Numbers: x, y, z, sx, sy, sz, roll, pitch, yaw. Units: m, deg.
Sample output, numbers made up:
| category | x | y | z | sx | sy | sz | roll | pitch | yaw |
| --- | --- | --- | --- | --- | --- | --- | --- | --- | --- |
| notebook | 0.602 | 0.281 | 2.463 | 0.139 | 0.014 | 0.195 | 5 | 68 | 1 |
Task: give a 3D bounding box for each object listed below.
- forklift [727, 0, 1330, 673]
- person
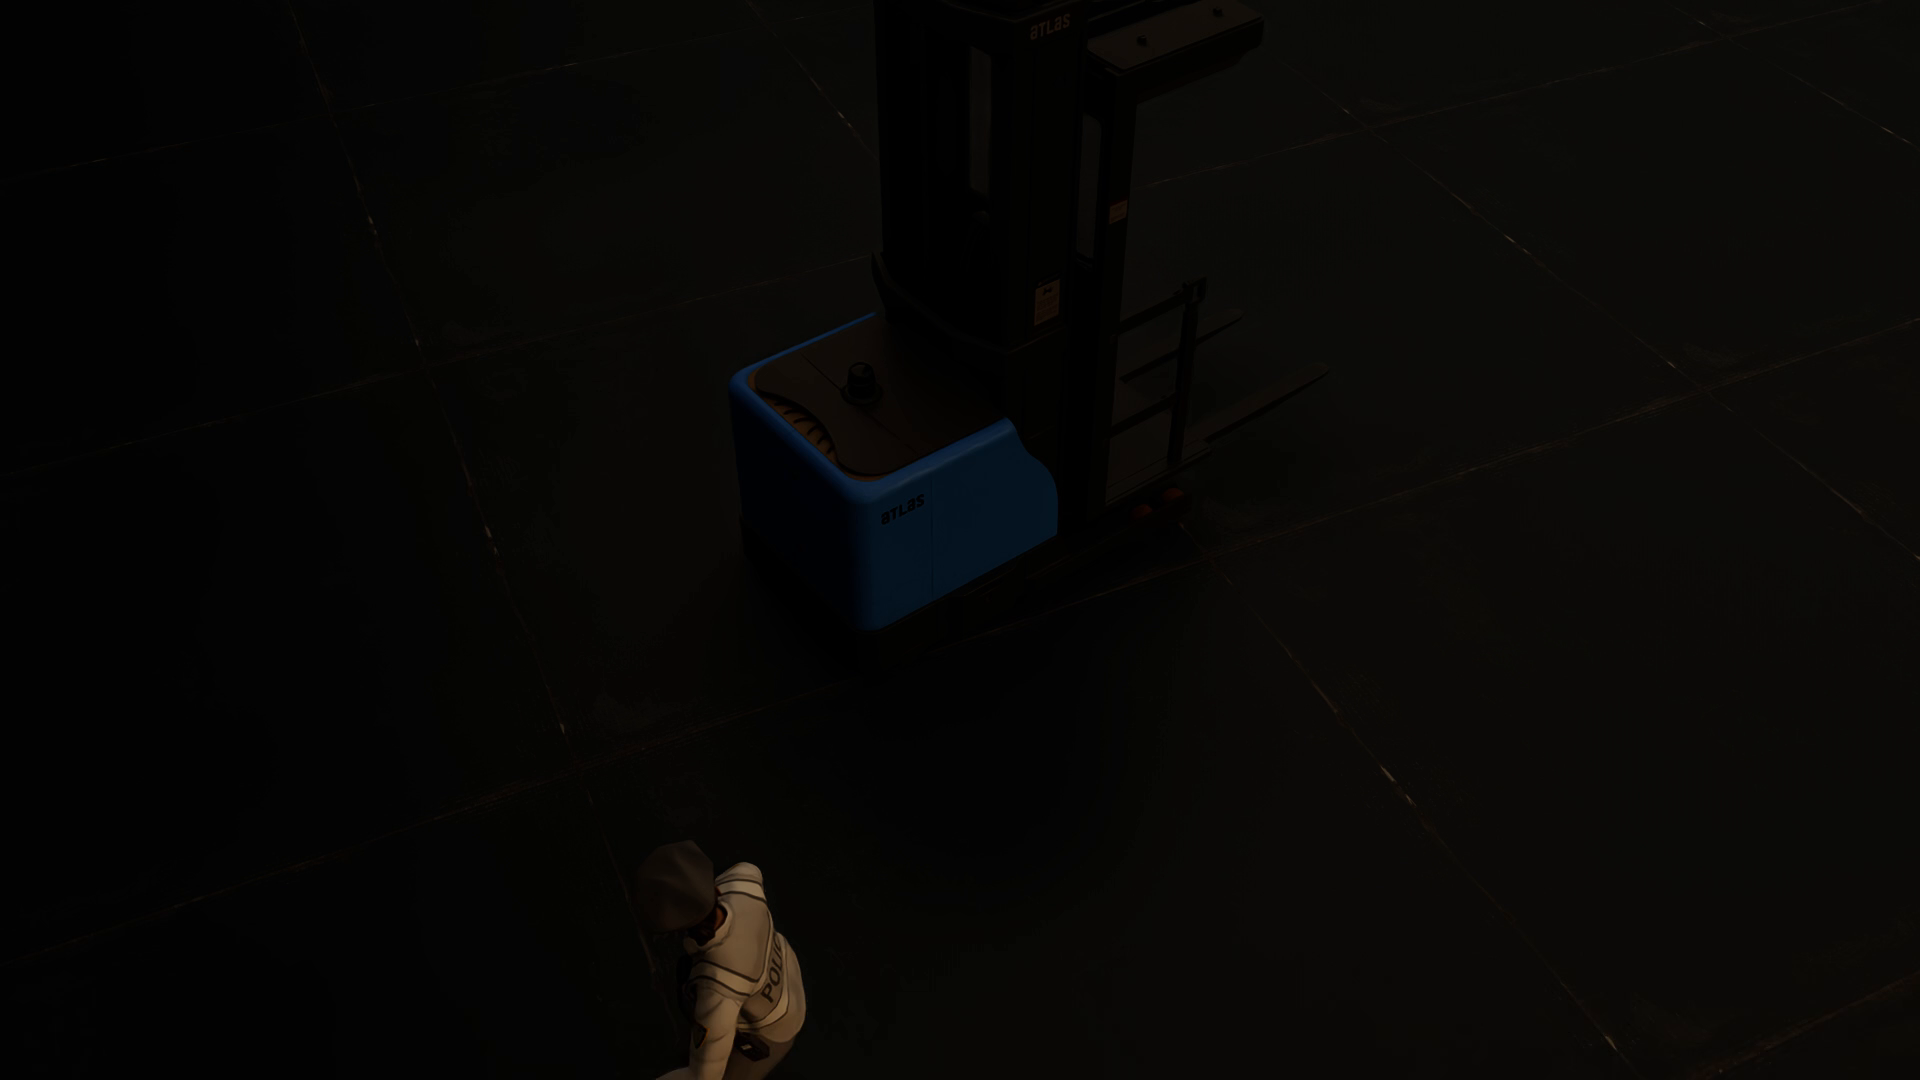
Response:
| category | x | y | z | sx | sy | sz | roll | pitch | yaw |
| --- | --- | --- | --- | --- | --- | --- | --- | --- | --- |
| forklift | 0.479 | -1.333 | 7.109 | 3.031 | 2.935 | 1.130 | -28 | 50 | -26 |
| person | -0.778 | 1.487 | 5.084 | 0.624 | 1.628 | 0.729 | -6 | 43 | -7 |
